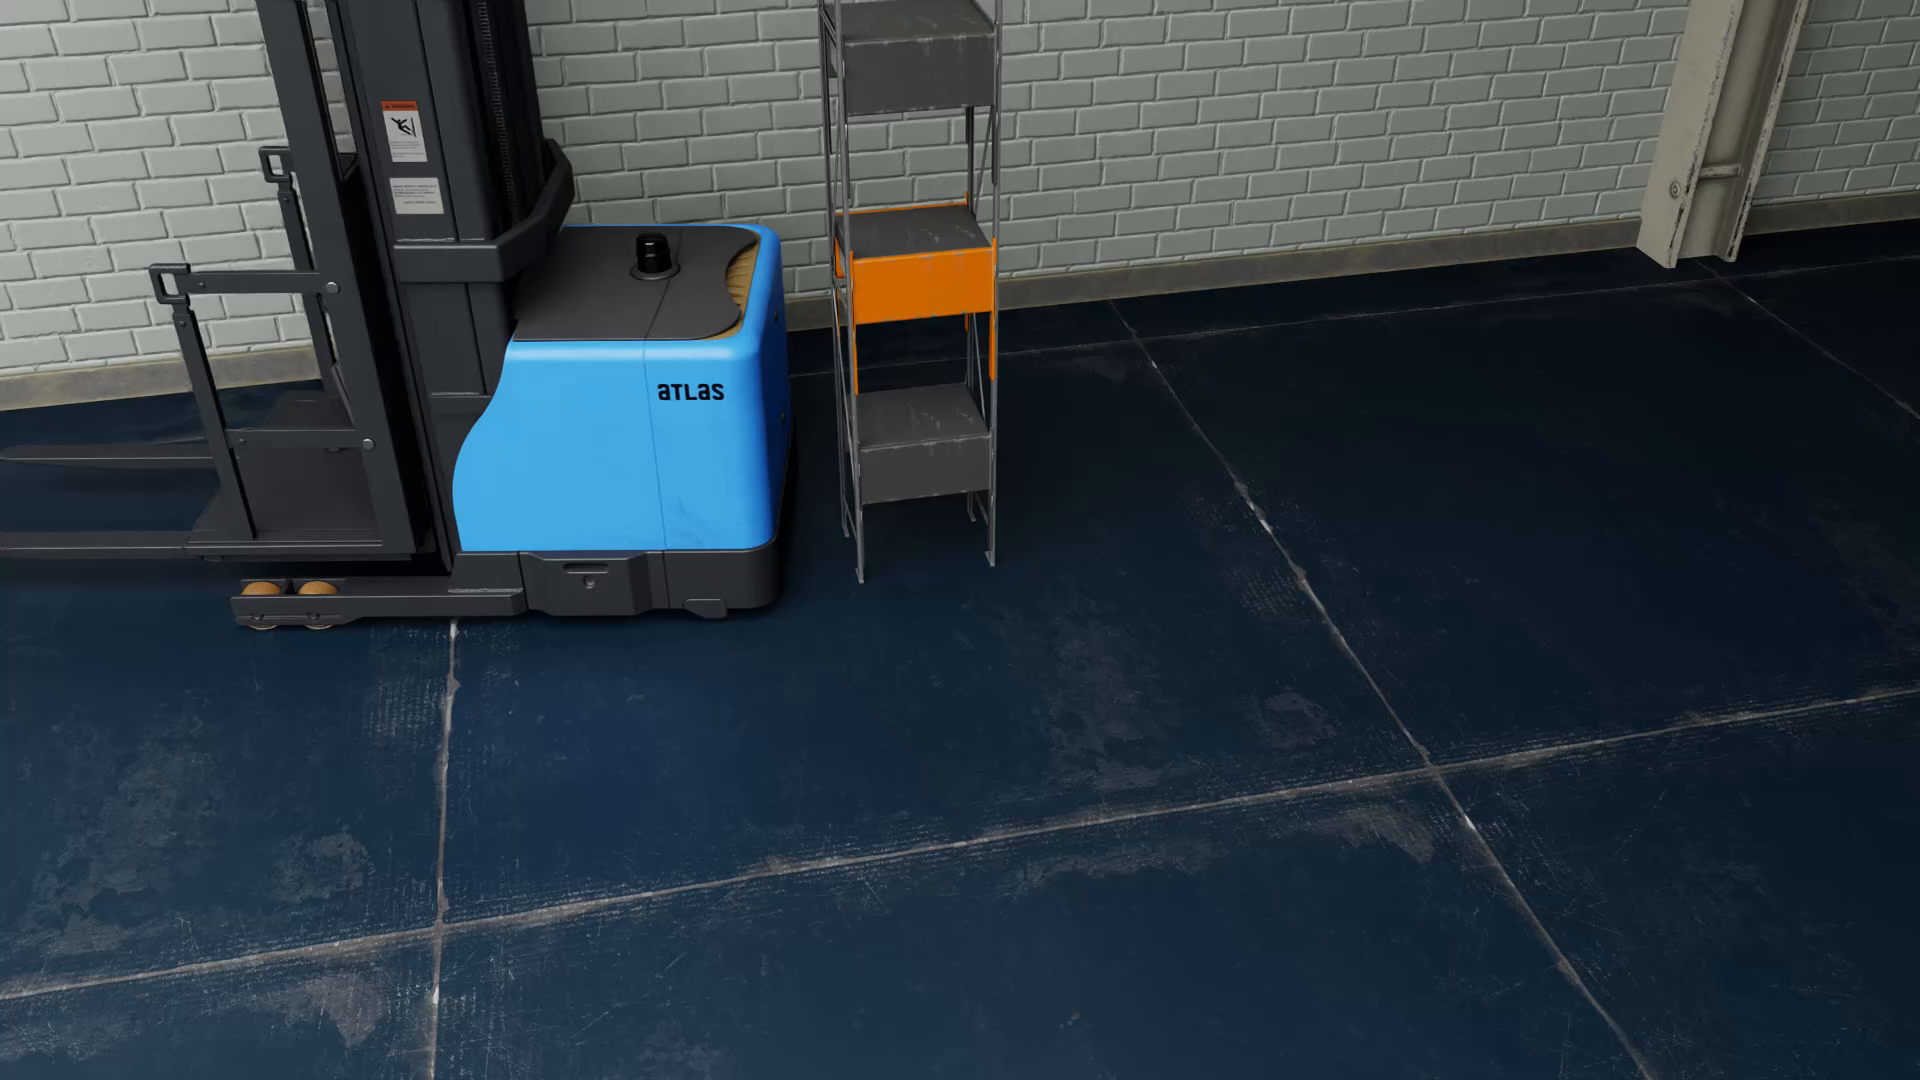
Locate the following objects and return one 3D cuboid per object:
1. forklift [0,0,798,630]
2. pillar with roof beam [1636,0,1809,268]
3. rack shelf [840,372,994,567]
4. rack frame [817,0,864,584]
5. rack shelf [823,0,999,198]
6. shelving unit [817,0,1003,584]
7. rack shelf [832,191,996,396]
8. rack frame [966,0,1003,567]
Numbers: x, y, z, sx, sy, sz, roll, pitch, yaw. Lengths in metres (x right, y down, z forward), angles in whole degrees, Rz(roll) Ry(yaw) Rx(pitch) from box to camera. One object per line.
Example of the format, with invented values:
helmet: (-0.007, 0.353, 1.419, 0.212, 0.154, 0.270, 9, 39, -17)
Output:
forklift: (-2.147, -1.202, 5.411, 3.031, 2.935, 1.130, 0, 34, -1)
pillar with roof beam: (4.617, -2.855, 2.428, 0.400, 9.000, 9.100, -7, 35, -11)
rack shelf: (-0.161, -0.259, 6.032, 0.480, 0.518, 0.431, -7, 35, -11)
rack frame: (-0.399, -0.822, 5.590, 0.015, 2.100, 0.400, -7, 35, -11)
rack shelf: (-0.161, -1.421, 5.252, 0.480, 0.518, 0.431, -7, 35, -11)
shelving unit: (-0.161, -0.852, 5.635, 0.503, 2.100, 0.431, -7, 35, -11)
rack shelf: (-0.161, -0.840, 5.642, 0.480, 0.518, 0.431, -7, 35, -11)
rack frame: (0.077, -0.882, 5.679, 0.015, 2.100, 0.400, -7, 35, -11)
